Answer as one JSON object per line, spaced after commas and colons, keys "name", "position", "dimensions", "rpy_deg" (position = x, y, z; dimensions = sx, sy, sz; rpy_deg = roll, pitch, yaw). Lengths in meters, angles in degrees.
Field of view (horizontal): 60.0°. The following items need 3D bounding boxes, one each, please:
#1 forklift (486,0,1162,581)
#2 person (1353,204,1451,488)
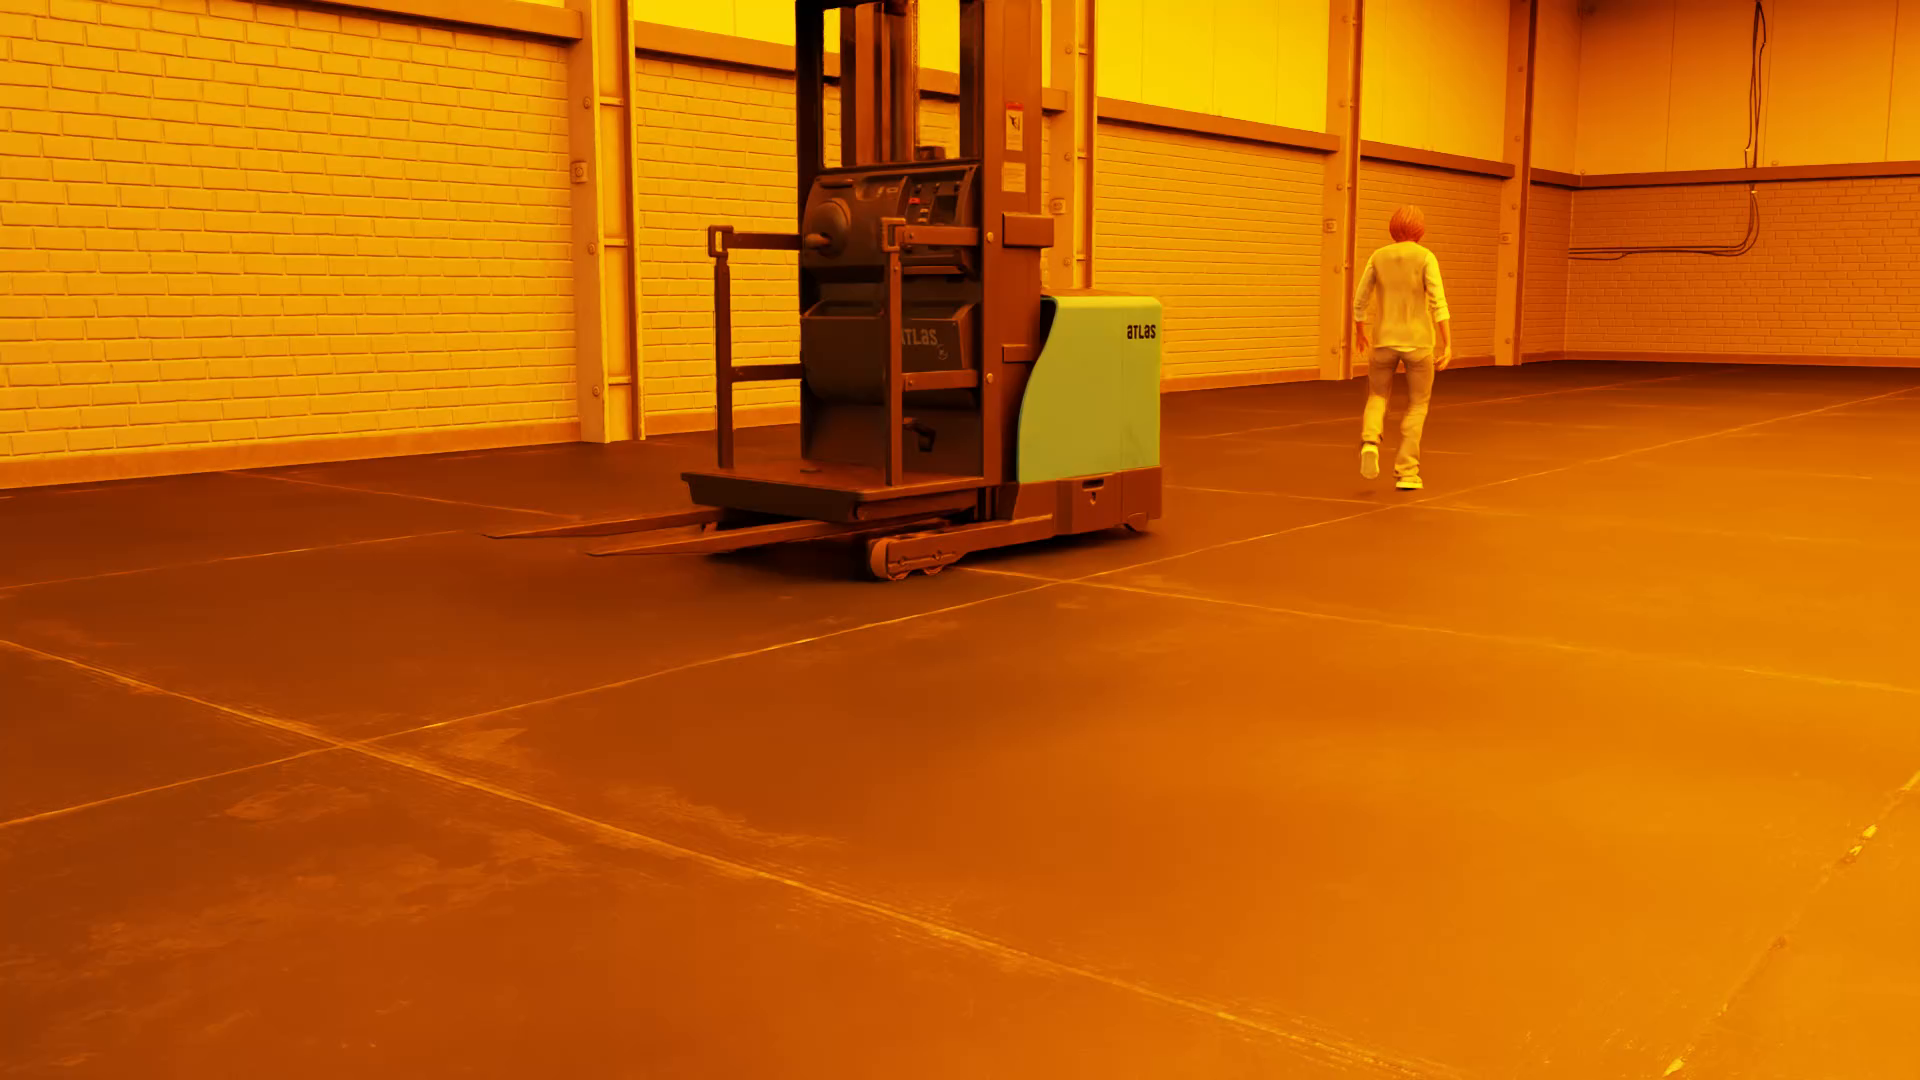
{"name": "forklift", "position": [-0.440, -1.375, 6.681], "dimensions": [1.130, 2.935, 3.031], "rpy_deg": [8, 11, 42]}
{"name": "person", "position": [2.448, -1.060, 9.261], "dimensions": [0.600, 1.567, 0.444], "rpy_deg": [5, 10, 30]}
